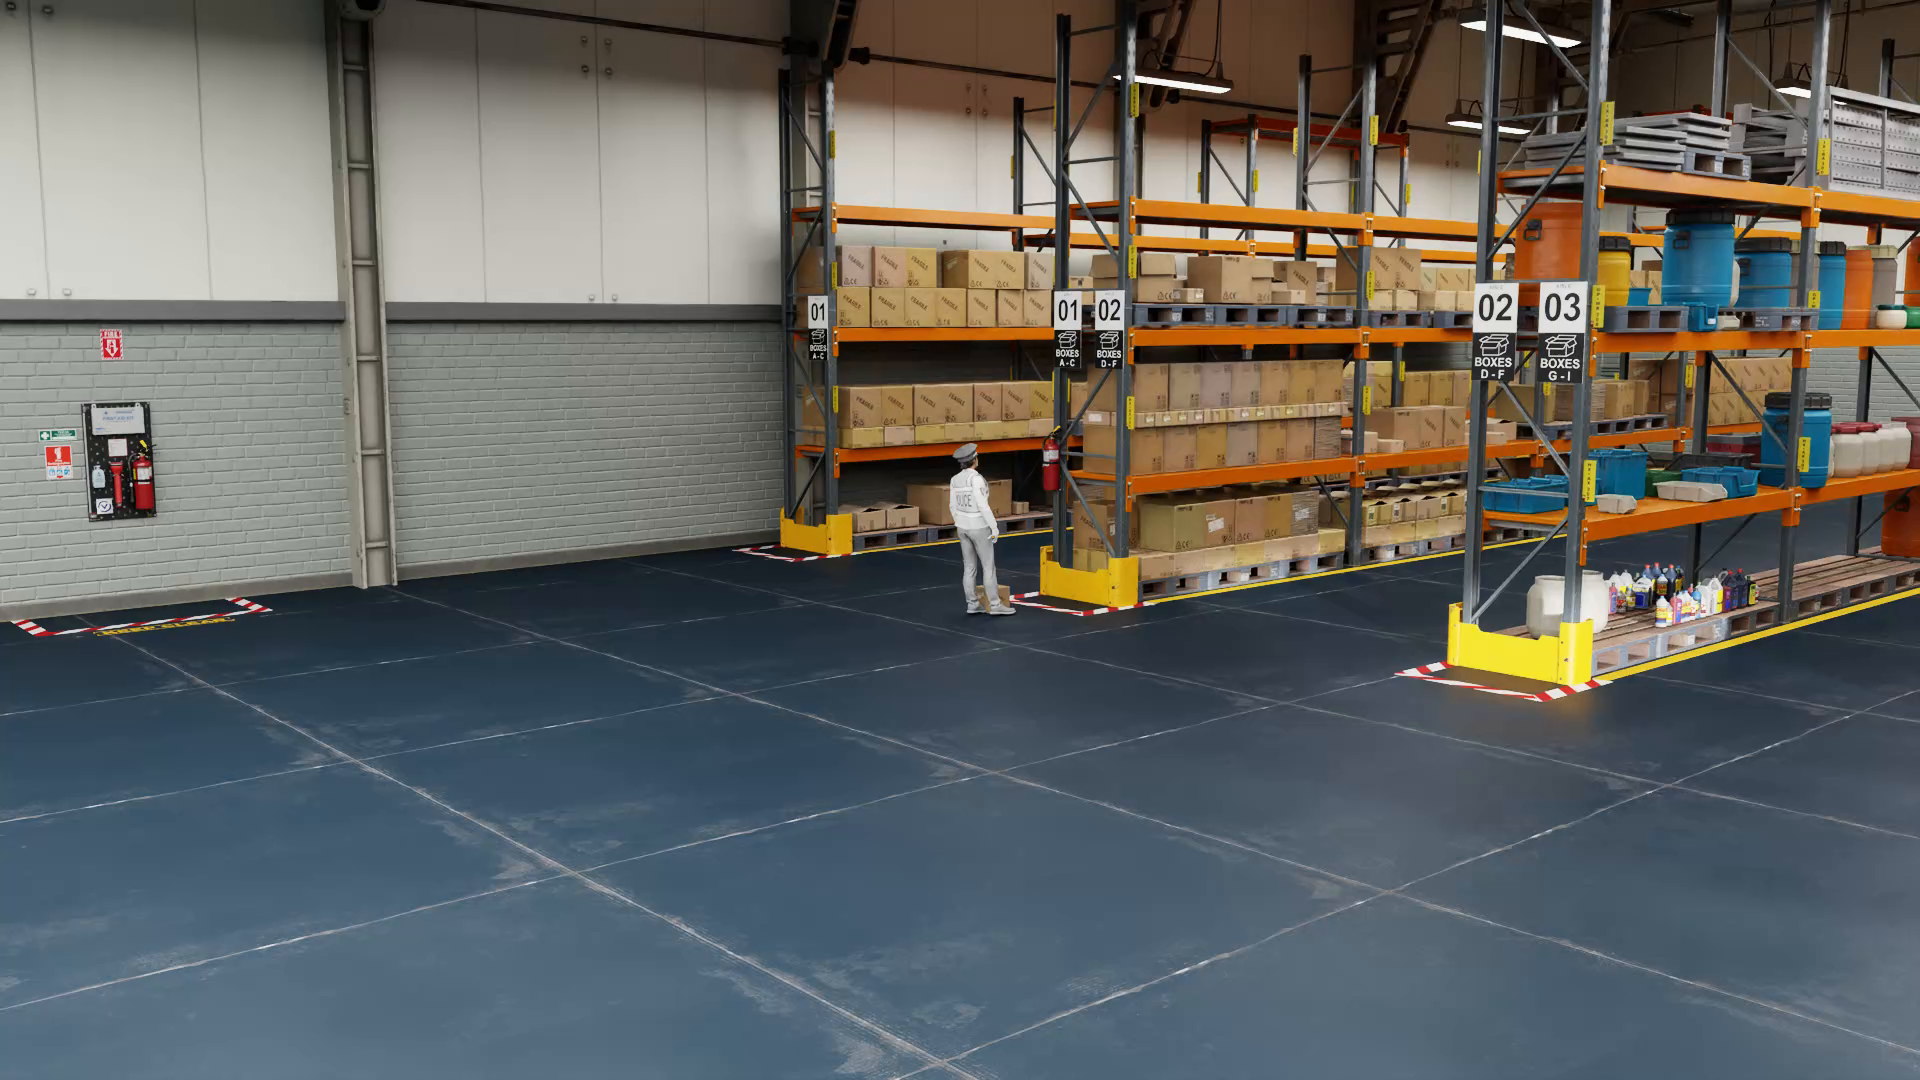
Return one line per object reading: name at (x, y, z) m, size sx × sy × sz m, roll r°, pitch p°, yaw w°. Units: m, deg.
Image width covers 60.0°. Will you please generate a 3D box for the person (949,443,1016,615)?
person at (0.189, -0.114, 16.454) m, size 0.529 × 1.694 × 0.587 m, roll -7°, pitch 10°, yaw -41°
